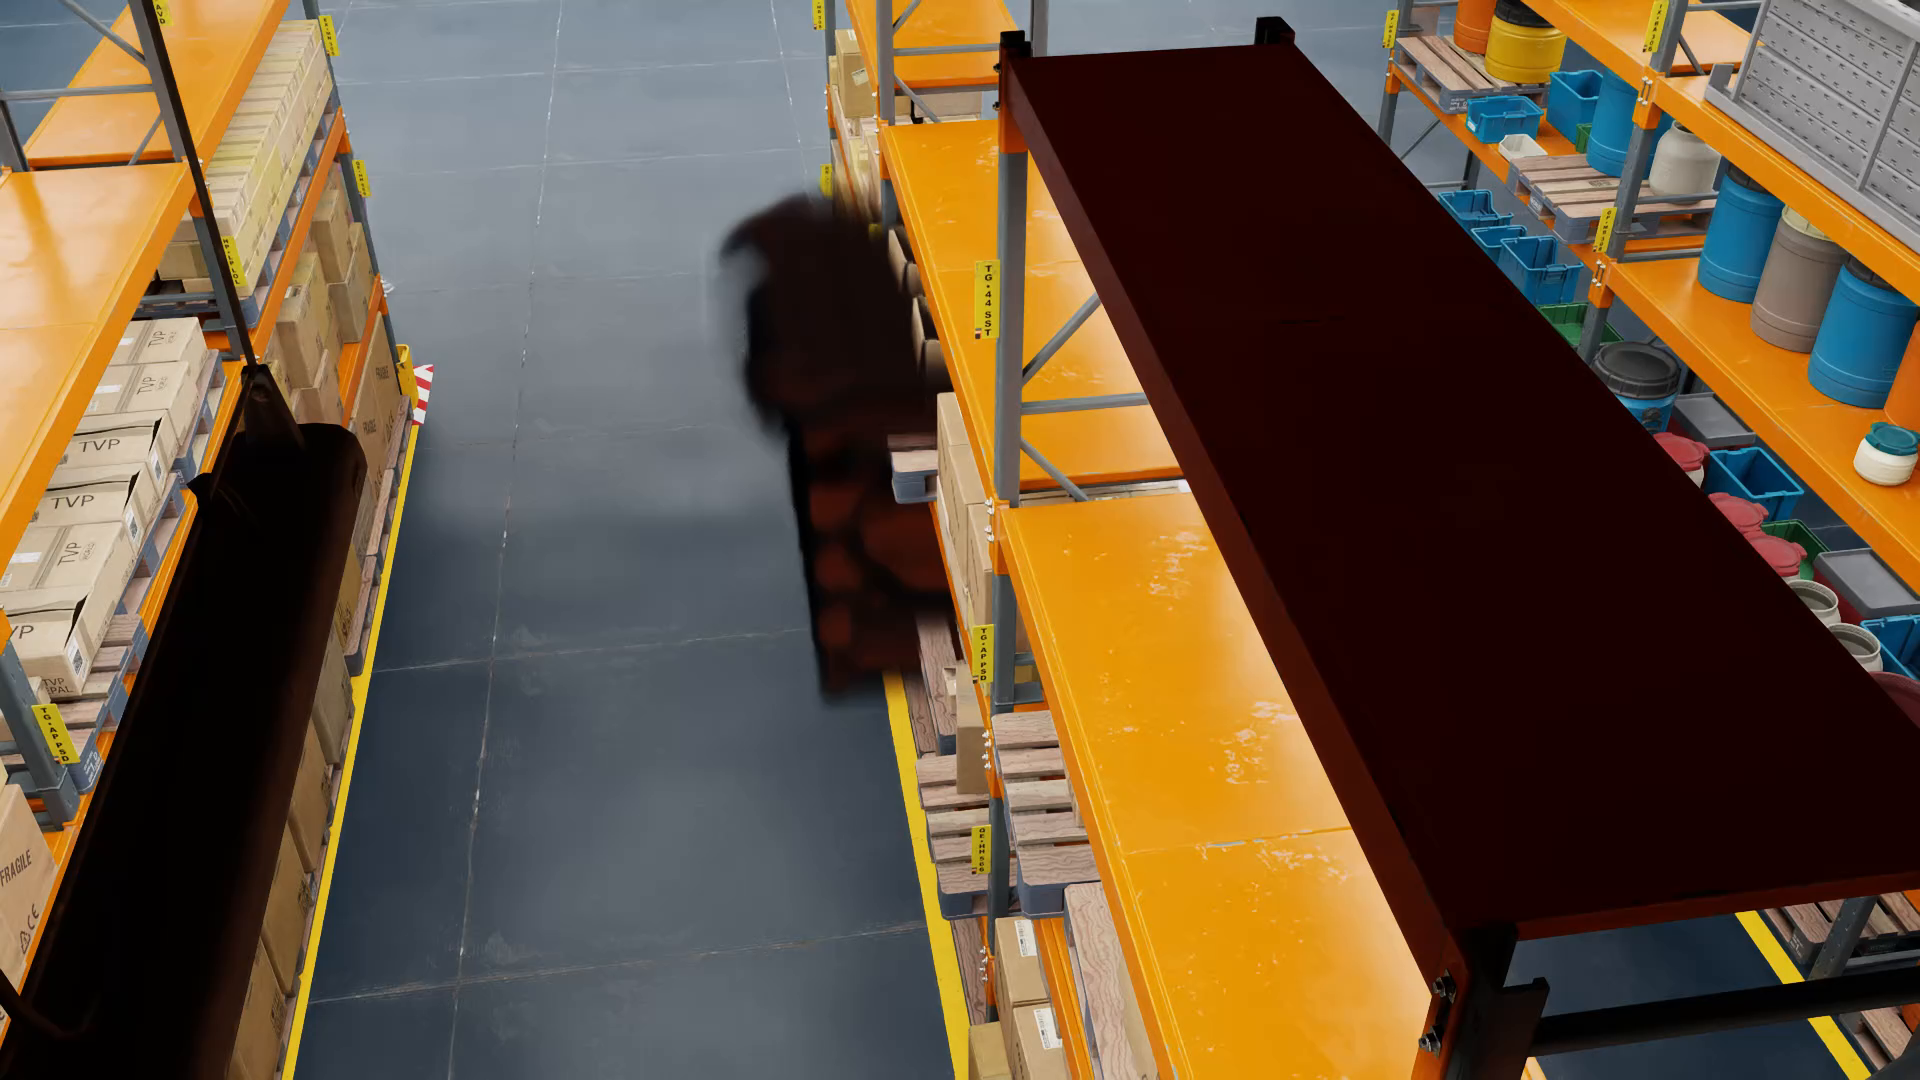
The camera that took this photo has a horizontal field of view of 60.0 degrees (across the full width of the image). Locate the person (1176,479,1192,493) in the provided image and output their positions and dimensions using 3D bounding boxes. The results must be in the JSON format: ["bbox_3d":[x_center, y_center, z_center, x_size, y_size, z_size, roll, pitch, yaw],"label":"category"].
[{"bbox_3d":[1.445,-0.066,11.650,0.569,1.663,0.489,14,38,18],"label":"person"}]

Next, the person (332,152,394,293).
[{"bbox_3d":[-5.980,-3.191,16.428,0.376,1.600,0.474,-25,43,-30],"label":"person"}]
